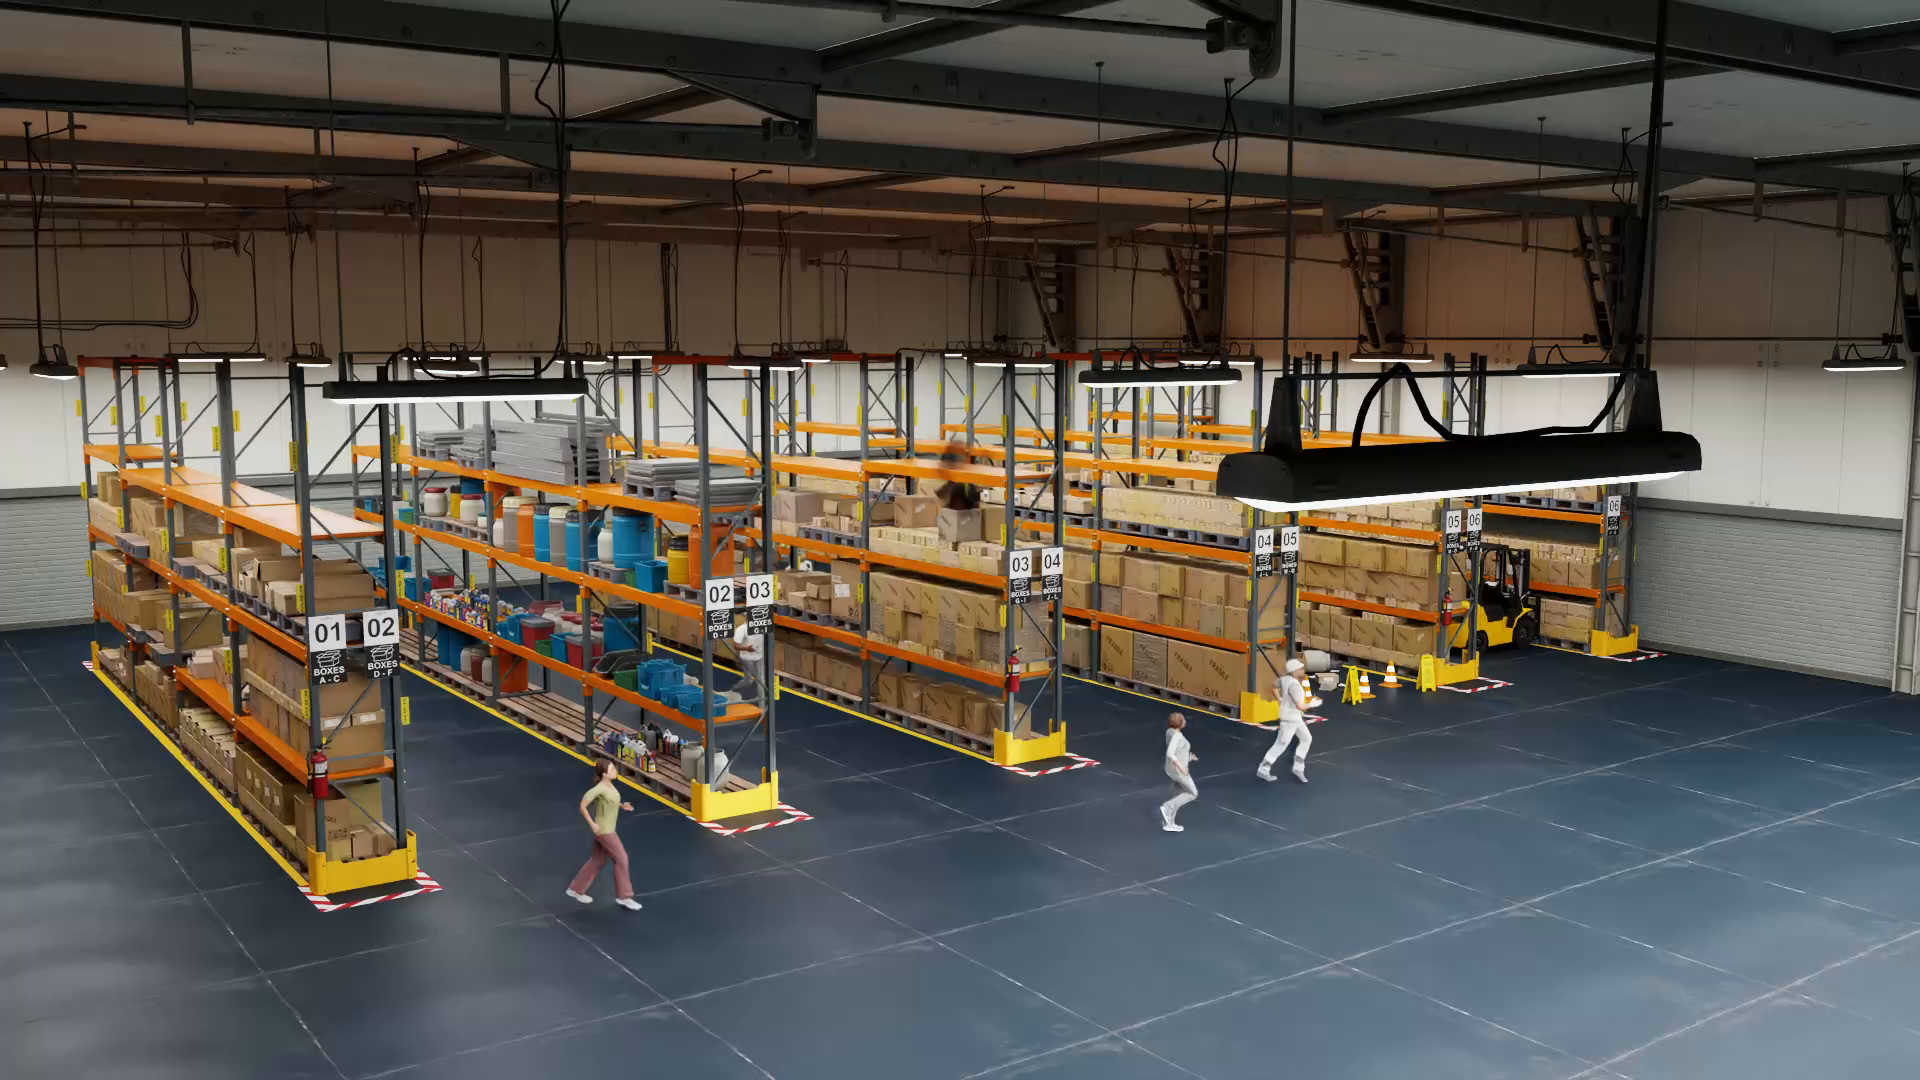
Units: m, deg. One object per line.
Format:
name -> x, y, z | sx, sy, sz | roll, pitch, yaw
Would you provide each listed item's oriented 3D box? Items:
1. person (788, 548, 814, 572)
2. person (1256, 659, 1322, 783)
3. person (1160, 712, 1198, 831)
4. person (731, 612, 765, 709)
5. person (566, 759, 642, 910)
person -> -3.493, 1.026, 36.971 | 0.584, 1.710, 0.667 | -4, 8, -32
person -> 4.675, 2.583, 23.659 | 0.910, 1.818, 0.673 | 1, 7, 5
person -> 2.819, 2.978, 21.367 | 0.537, 1.558, 0.530 | -1, 7, -9
person -> -3.544, 2.021, 28.306 | 0.956, 1.762, 0.700 | 7, 10, 43
person -> -3.976, 3.265, 18.494 | 0.839, 1.703, 0.569 | -1, 7, -8
